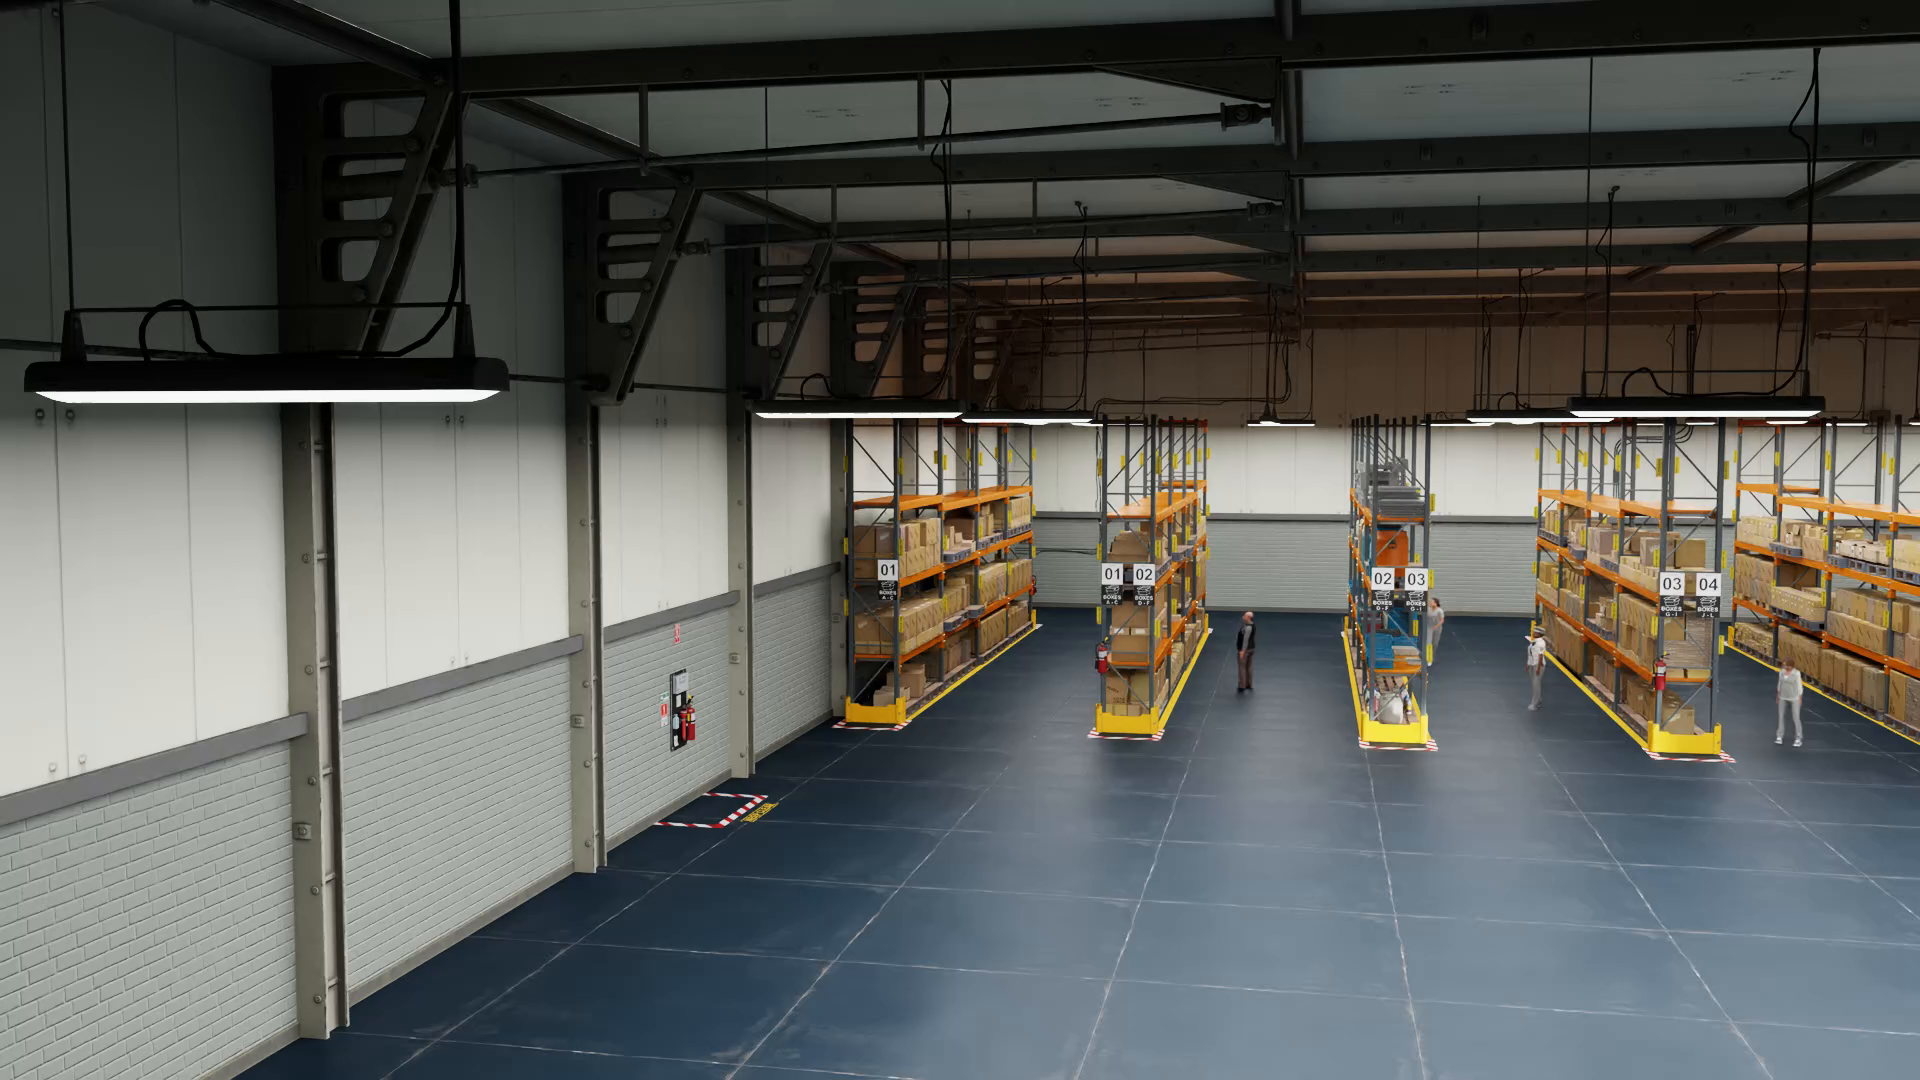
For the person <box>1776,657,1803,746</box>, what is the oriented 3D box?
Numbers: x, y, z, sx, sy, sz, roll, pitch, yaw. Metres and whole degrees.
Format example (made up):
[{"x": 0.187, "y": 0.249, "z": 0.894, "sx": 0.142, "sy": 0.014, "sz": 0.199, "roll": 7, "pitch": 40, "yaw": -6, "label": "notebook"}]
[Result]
[{"x": 15.047, "y": 2.913, "z": 30.171, "sx": 0.352, "sy": 1.597, "sz": 0.503, "roll": -3, "pitch": 5, "yaw": -37, "label": "person"}]

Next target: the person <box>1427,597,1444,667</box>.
[{"x": 11.588, "y": 2.217, "z": 40.576, "sx": 0.401, "sy": 1.651, "sz": 0.973, "roll": 1, "pitch": 4, "yaw": 12, "label": "person"}]

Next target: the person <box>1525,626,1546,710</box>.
[{"x": 11.784, "y": 2.614, "z": 34.130, "sx": 0.512, "sy": 1.702, "sz": 0.468, "roll": -1, "pitch": 4, "yaw": -14, "label": "person"}]

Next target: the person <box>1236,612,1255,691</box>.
[{"x": 6.268, "y": 2.434, "z": 36.530, "sx": 0.459, "sy": 1.725, "sz": 0.531, "roll": 3, "pitch": 5, "yaw": 37, "label": "person"}]
